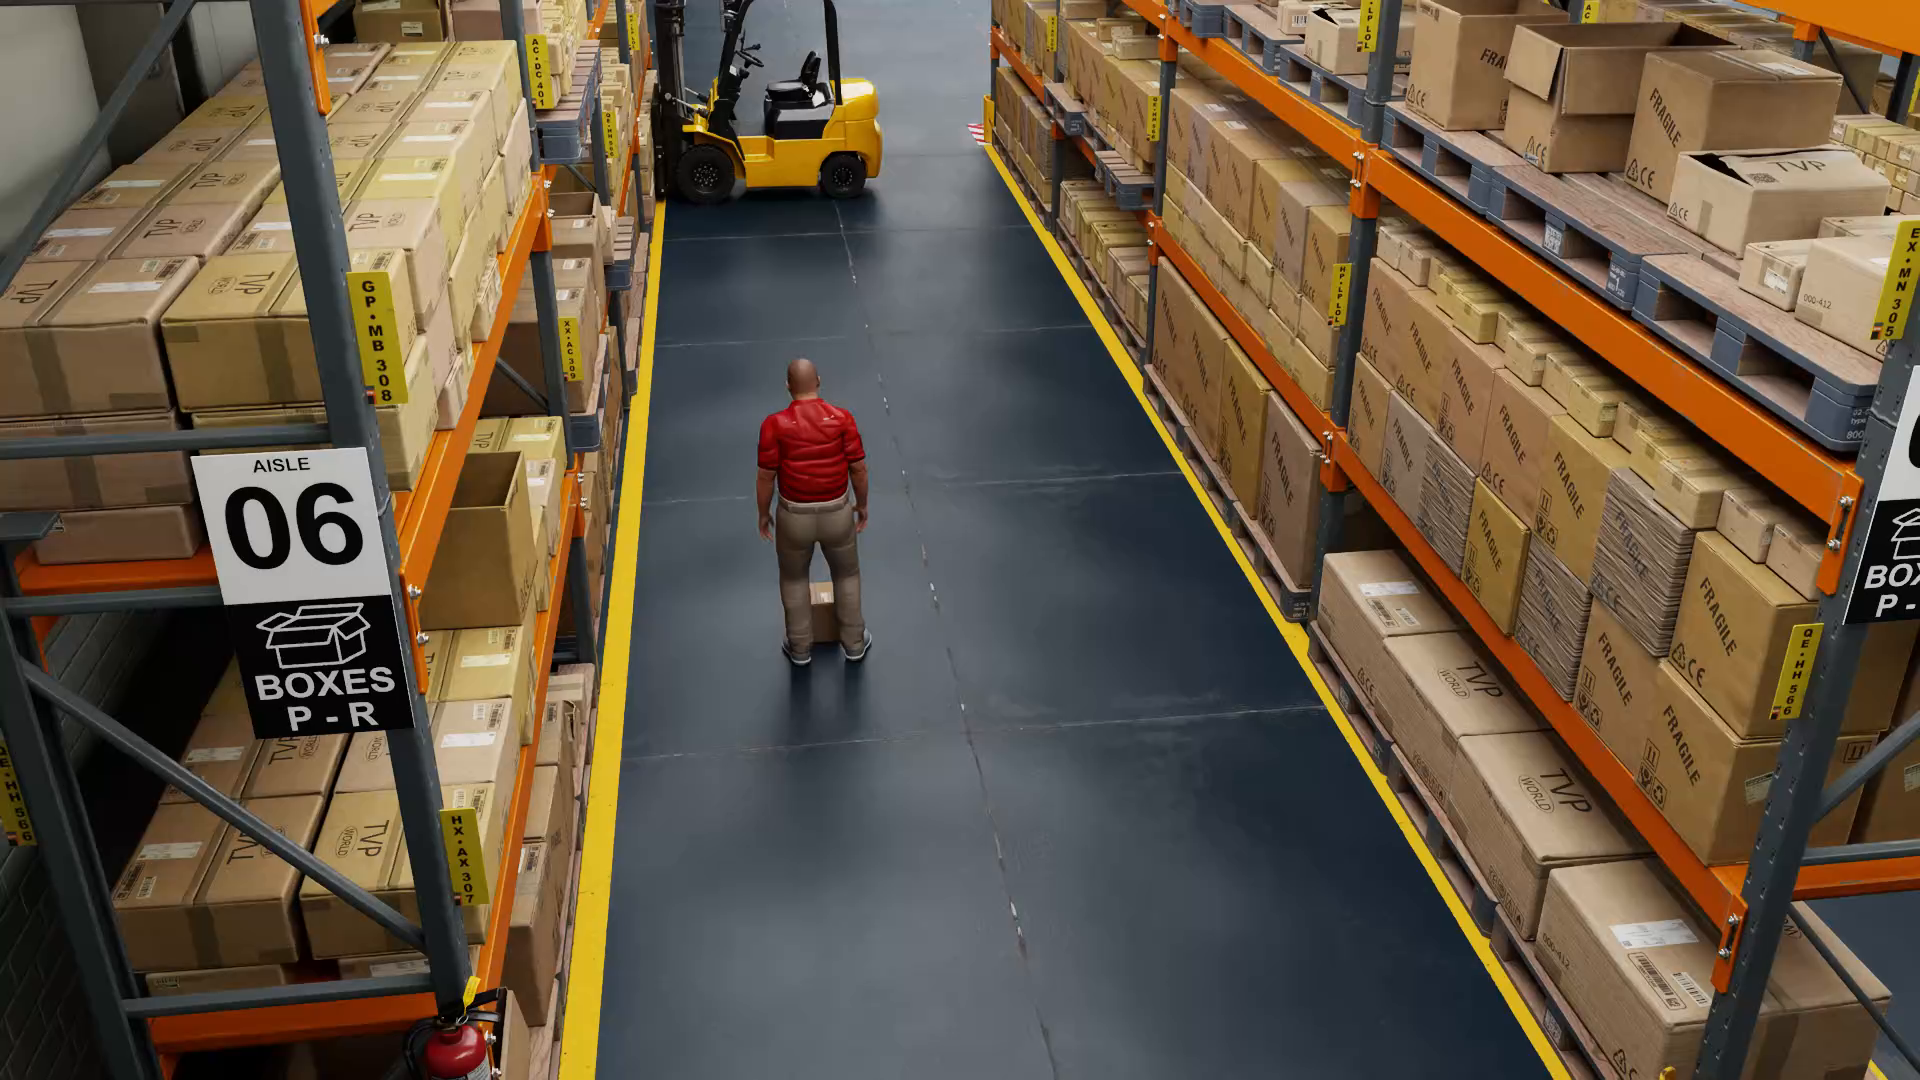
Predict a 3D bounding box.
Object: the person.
[{"bbox_3d":[-0.780,-0.135,8.897,0.599,1.727,0.391,-5,27,-9],"label":"person"}]
